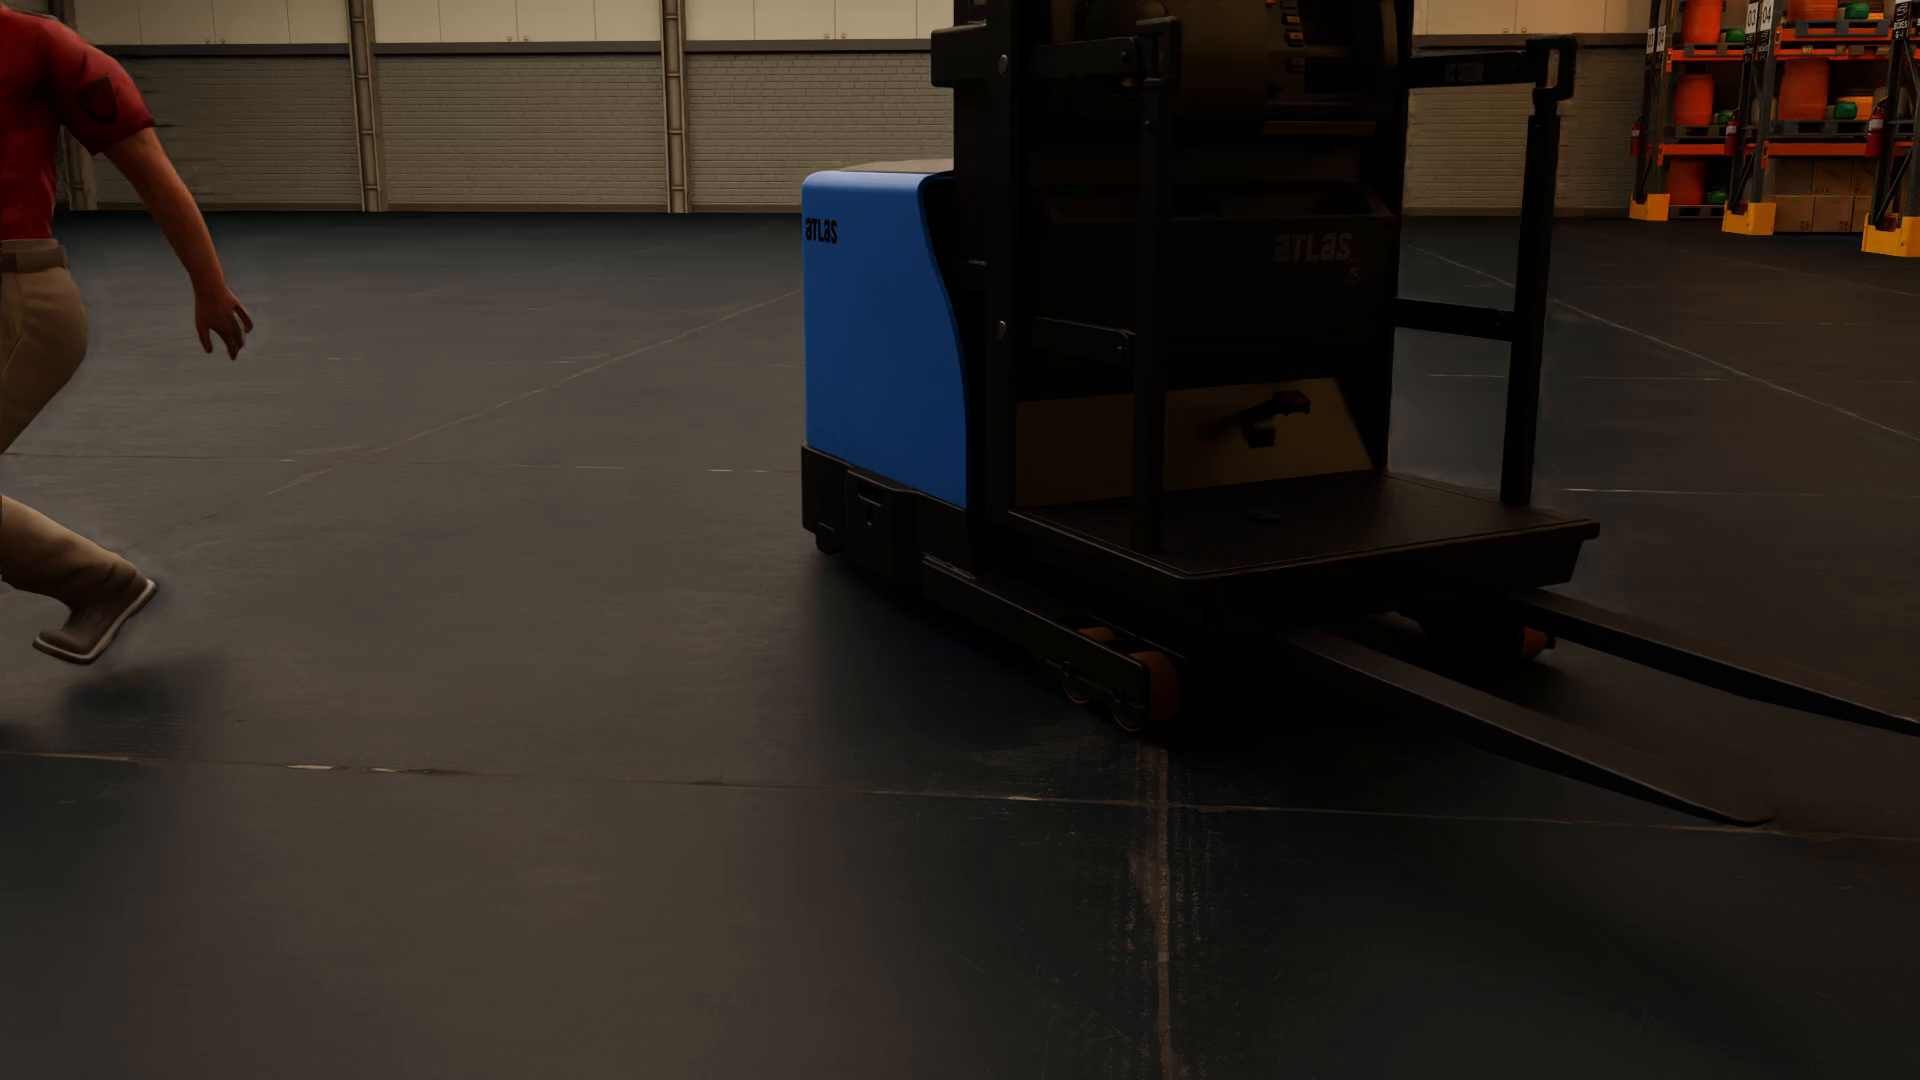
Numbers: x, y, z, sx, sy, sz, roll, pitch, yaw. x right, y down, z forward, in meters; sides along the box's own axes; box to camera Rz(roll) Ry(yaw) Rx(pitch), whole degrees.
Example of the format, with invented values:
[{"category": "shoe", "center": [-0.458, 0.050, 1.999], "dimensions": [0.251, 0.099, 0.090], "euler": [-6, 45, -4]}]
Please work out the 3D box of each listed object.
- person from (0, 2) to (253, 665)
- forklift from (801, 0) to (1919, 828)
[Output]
[{"category": "person", "center": [-1.931, -0.443, 3.288], "dimensions": [0.598, 1.651, 0.842], "euler": [8, 16, 32]}, {"category": "forklift", "center": [0.677, -1.159, 3.466], "dimensions": [1.130, 2.935, 3.031], "euler": [-7, 15, -27]}]
